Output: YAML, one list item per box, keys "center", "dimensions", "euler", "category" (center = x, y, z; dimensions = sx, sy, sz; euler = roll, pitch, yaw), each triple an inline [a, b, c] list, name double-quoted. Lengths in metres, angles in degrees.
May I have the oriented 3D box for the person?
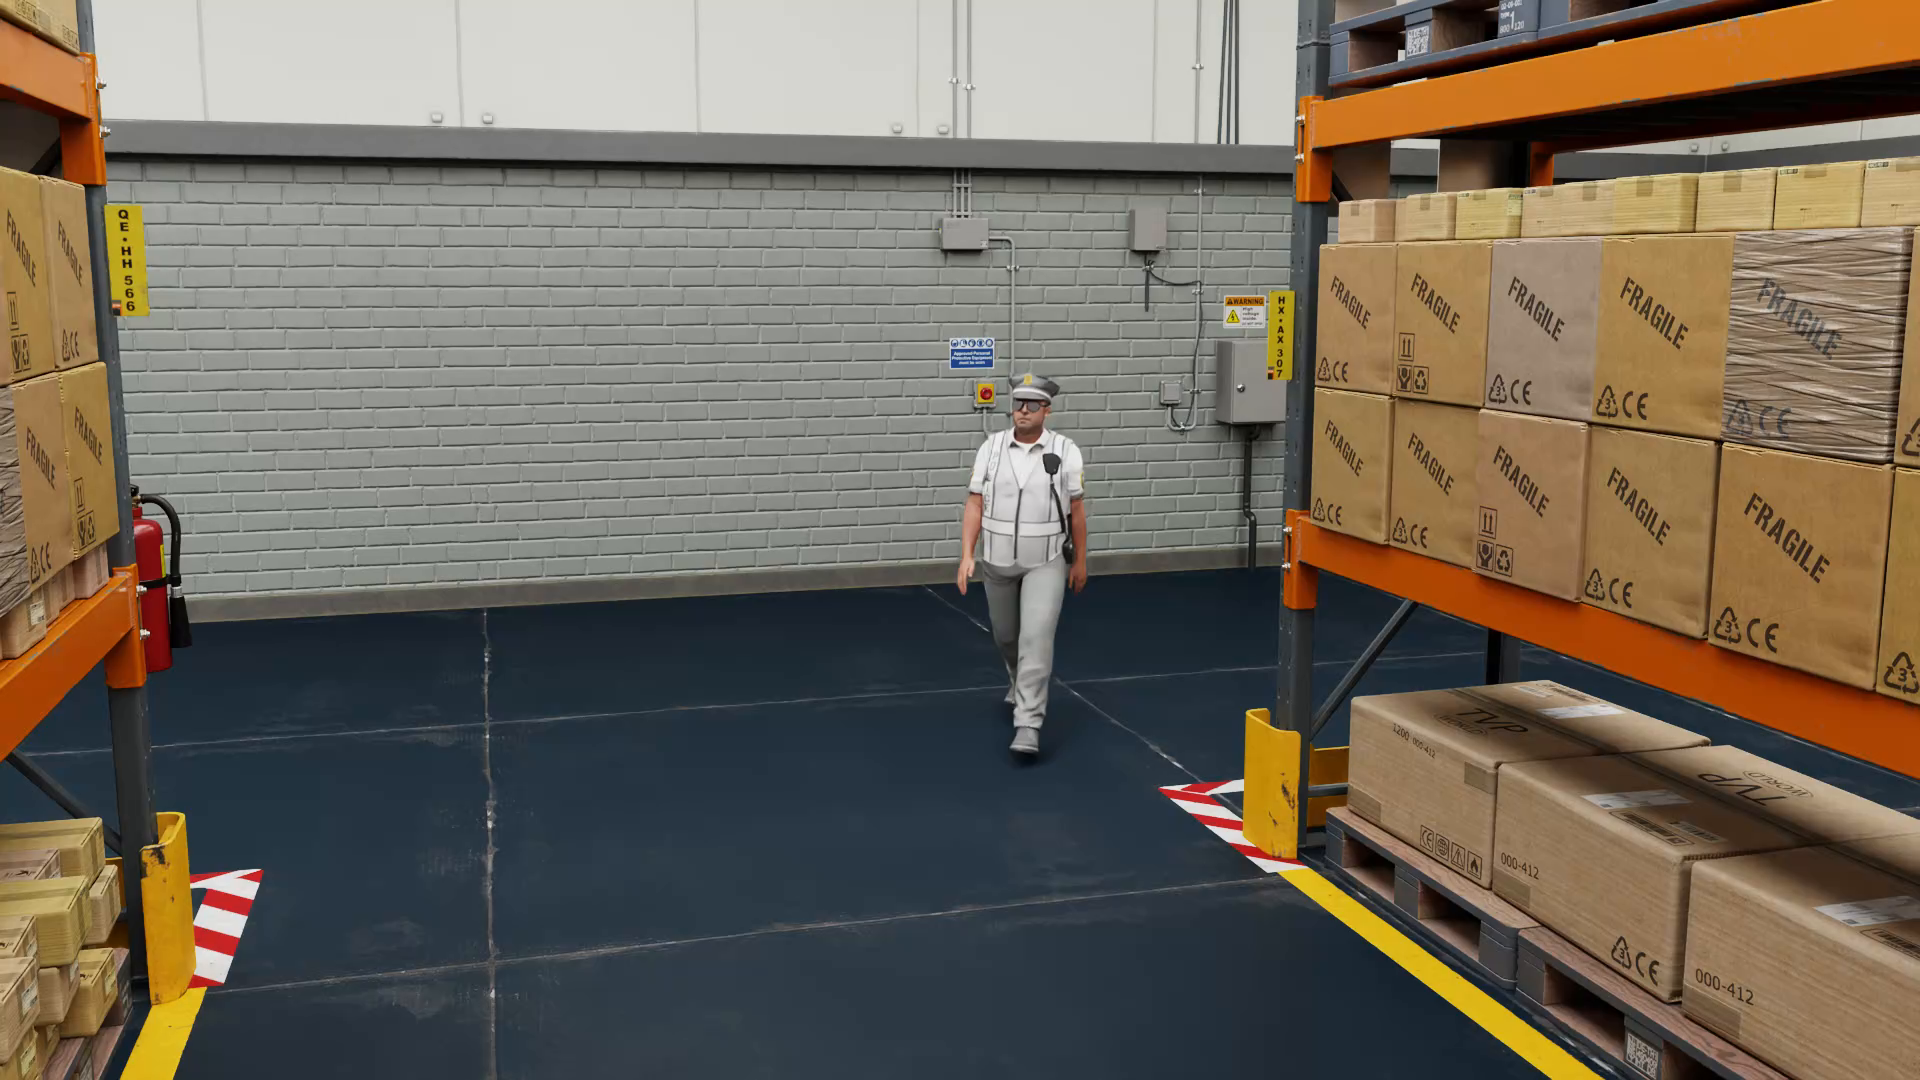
- center: [0.293, 0.072, 7.849]
  dimensions: [0.555, 1.728, 1.057]
  euler: [3, 10, 15]
  category: "person"
